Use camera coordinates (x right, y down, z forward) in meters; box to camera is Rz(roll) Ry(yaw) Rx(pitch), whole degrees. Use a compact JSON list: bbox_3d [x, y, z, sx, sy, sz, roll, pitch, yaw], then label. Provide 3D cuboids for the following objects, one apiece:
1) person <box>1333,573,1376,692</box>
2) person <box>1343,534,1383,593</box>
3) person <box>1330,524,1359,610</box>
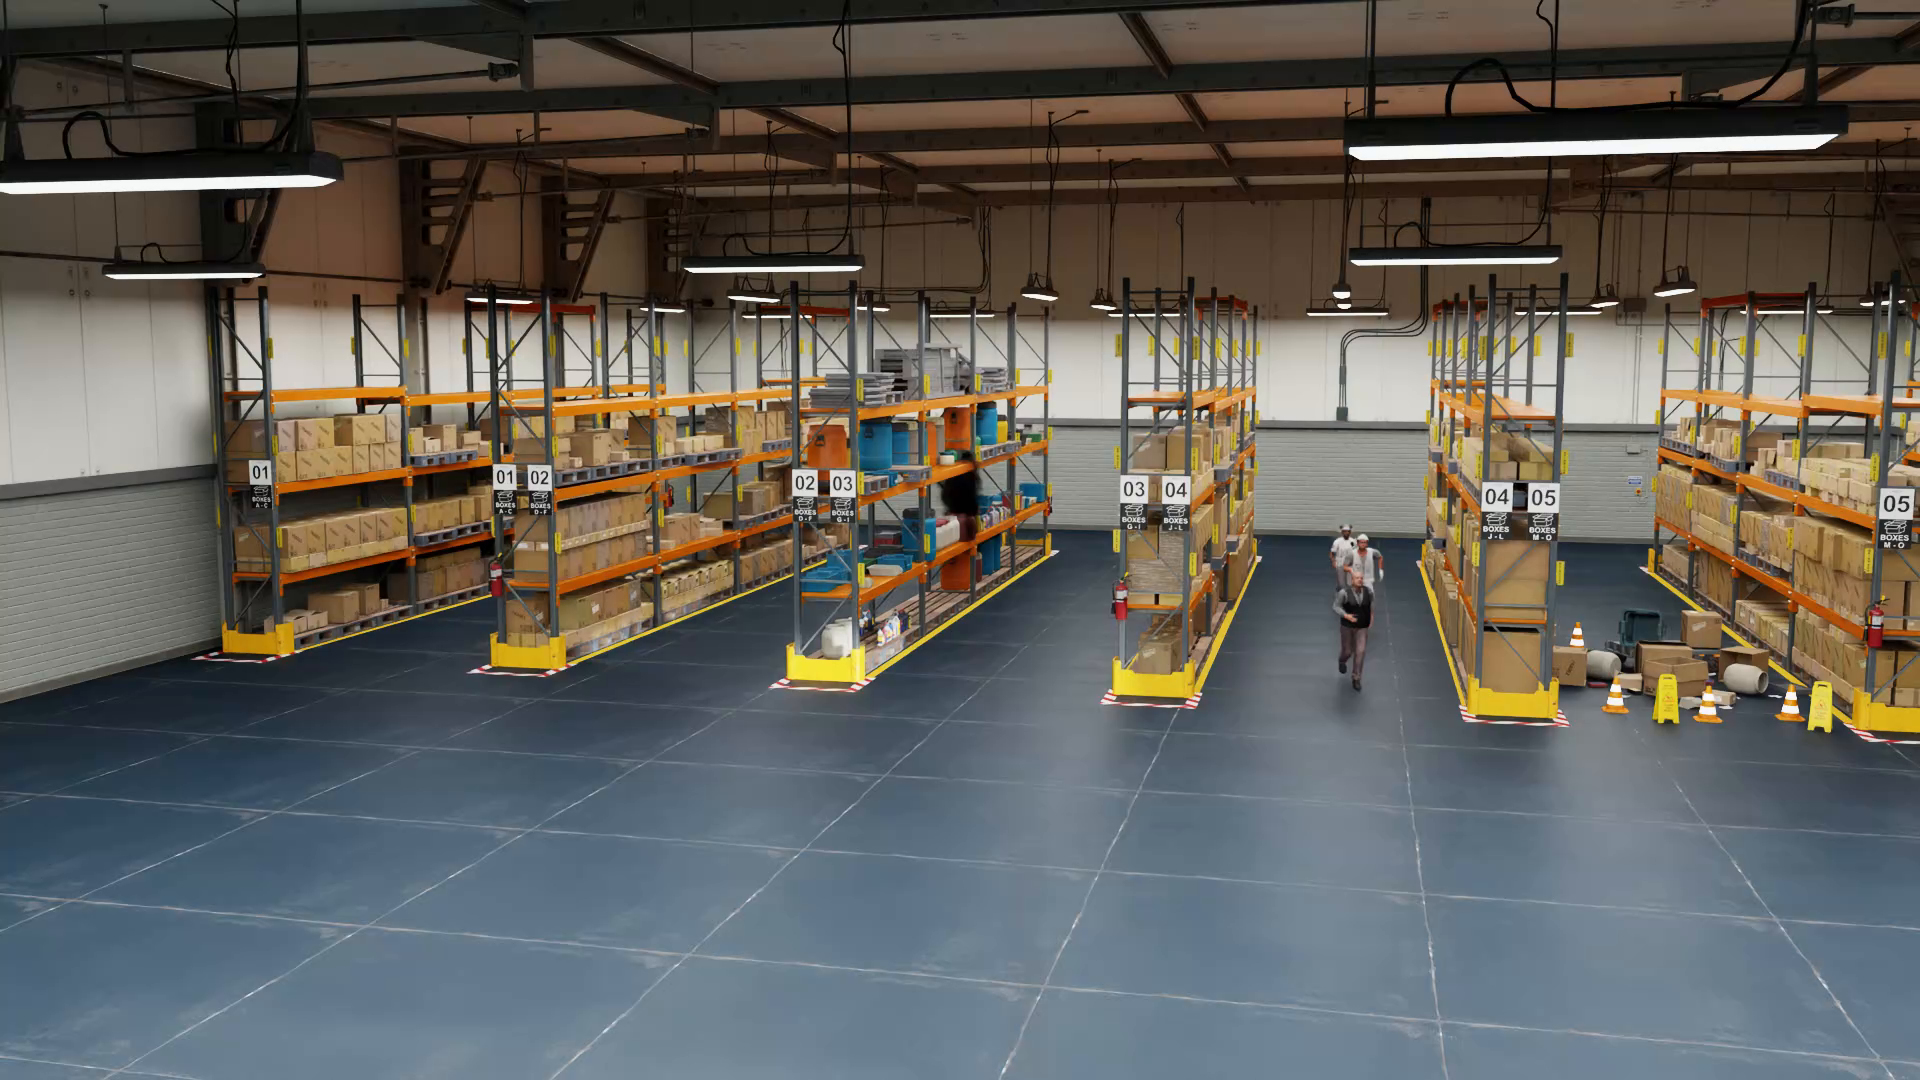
[{"bbox_3d":[5.881,1.326,24.761,0.683,1.715,0.934,0,7,-3],"label":"person"},{"bbox_3d":[7.030,0.791,29.036,0.694,1.825,0.910,1,7,11],"label":"person"},{"bbox_3d":[7.436,0.511,32.086,0.582,1.662,0.558,0,7,4],"label":"person"}]
